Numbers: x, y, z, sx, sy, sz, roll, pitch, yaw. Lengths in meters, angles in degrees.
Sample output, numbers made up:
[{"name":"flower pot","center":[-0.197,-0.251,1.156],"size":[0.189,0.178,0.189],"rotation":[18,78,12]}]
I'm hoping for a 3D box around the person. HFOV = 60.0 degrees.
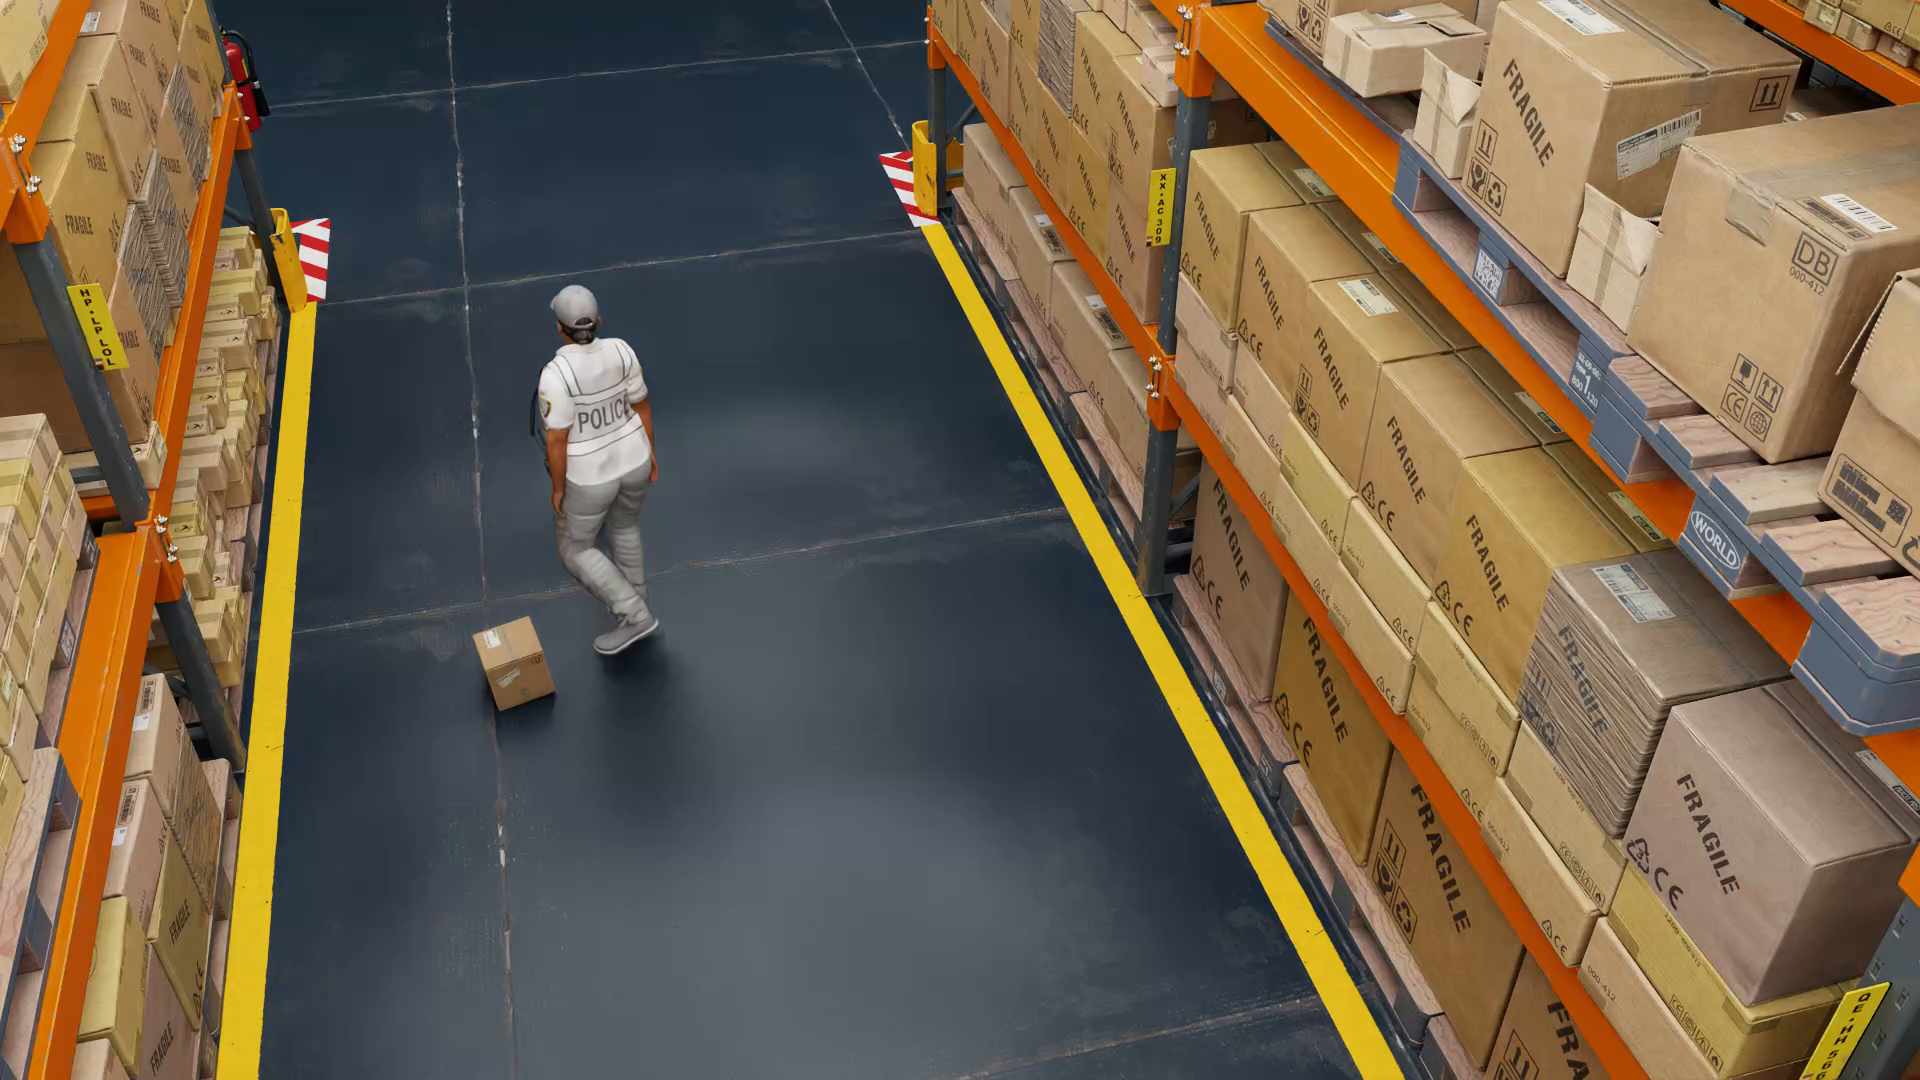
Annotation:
[{"name":"person","center":[-1.512,-0.279,7.069],"size":[0.558,1.656,0.560],"rotation":[30,47,32]}]
